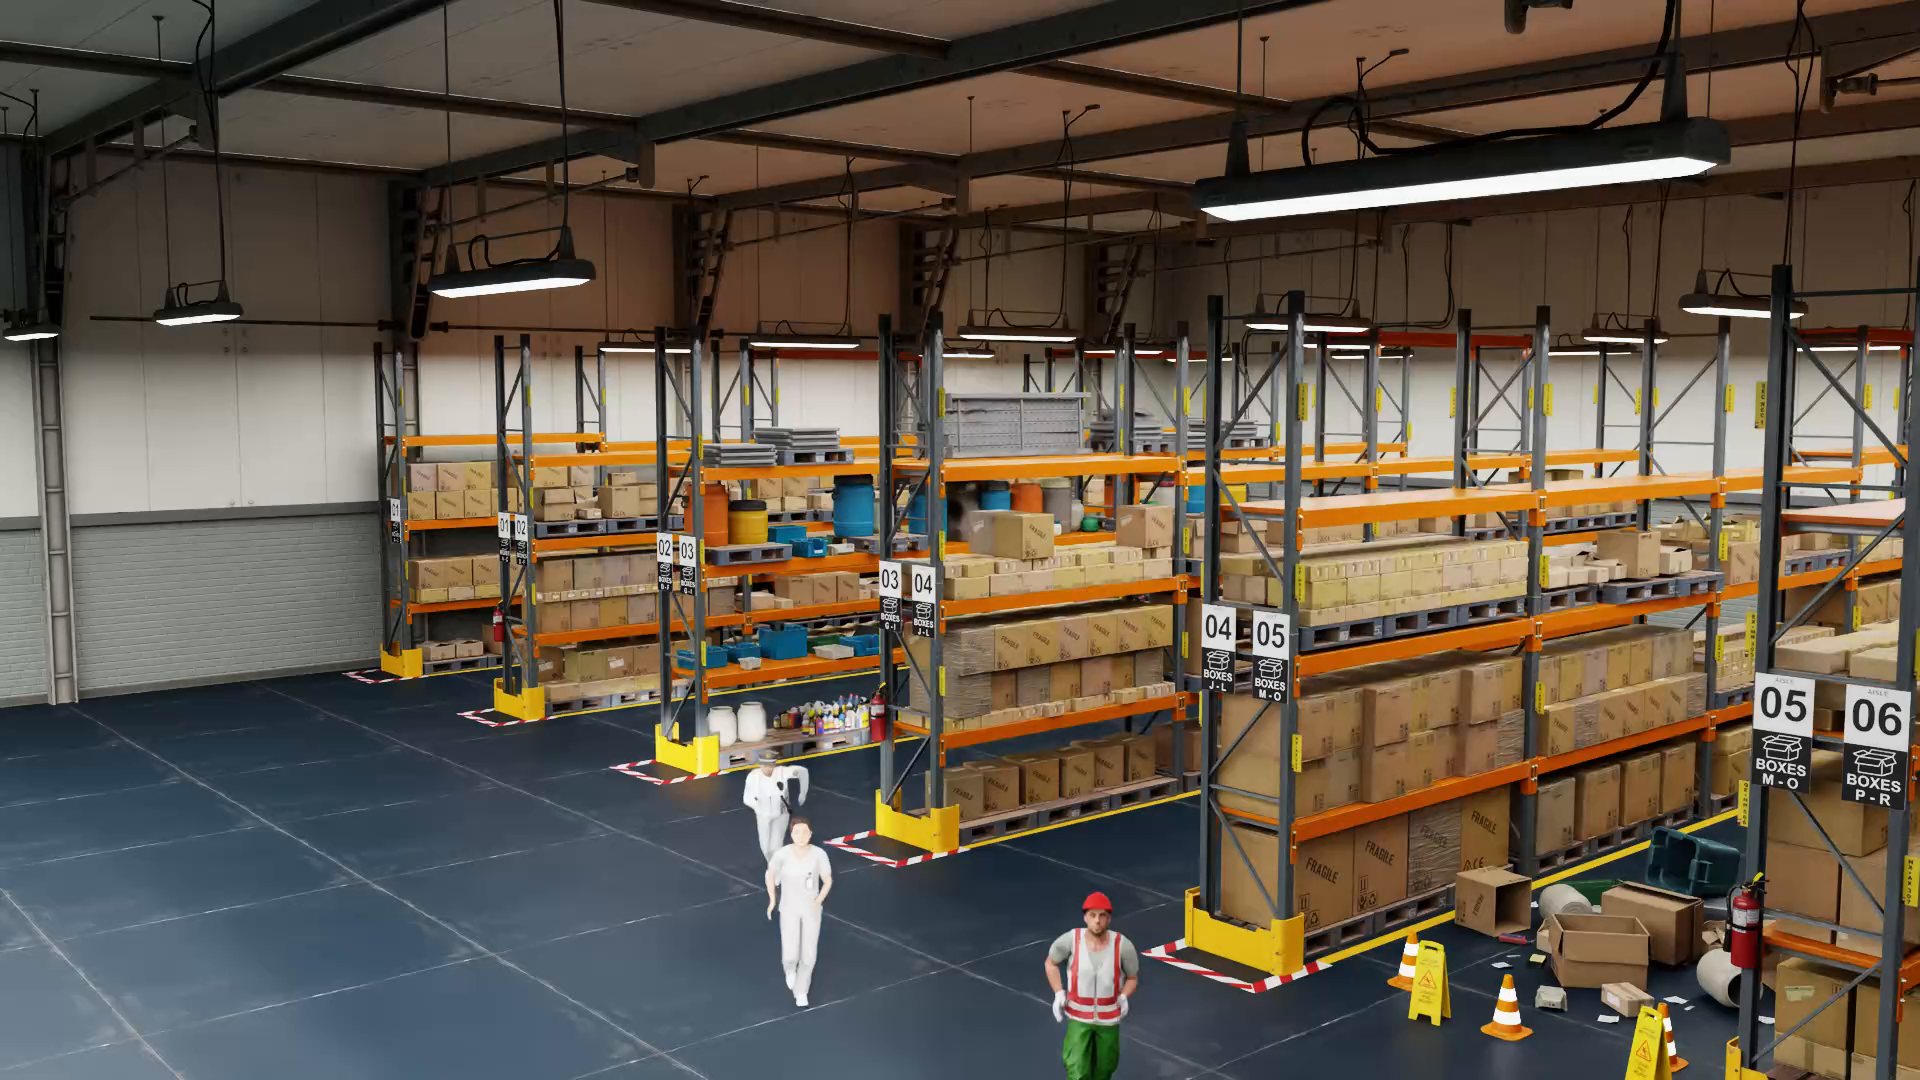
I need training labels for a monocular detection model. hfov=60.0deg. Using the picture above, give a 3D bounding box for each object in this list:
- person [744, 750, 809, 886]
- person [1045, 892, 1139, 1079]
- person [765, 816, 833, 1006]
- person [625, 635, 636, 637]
[{"bbox_3d":[-1.879,2.852,17.055,0.641,1.517,0.886,0,5,3],"label":"person"},{"bbox_3d":[0.902,3.254,11.255,0.633,1.740,0.617,0,5,0],"label":"person"},{"bbox_3d":[-1.338,3.099,13.853,0.556,1.620,0.592,-1,5,-7],"label":"person"},{"bbox_3d":[-5.818,1.688,29.523,0.503,1.602,0.672,5,7,42],"label":"person"}]
